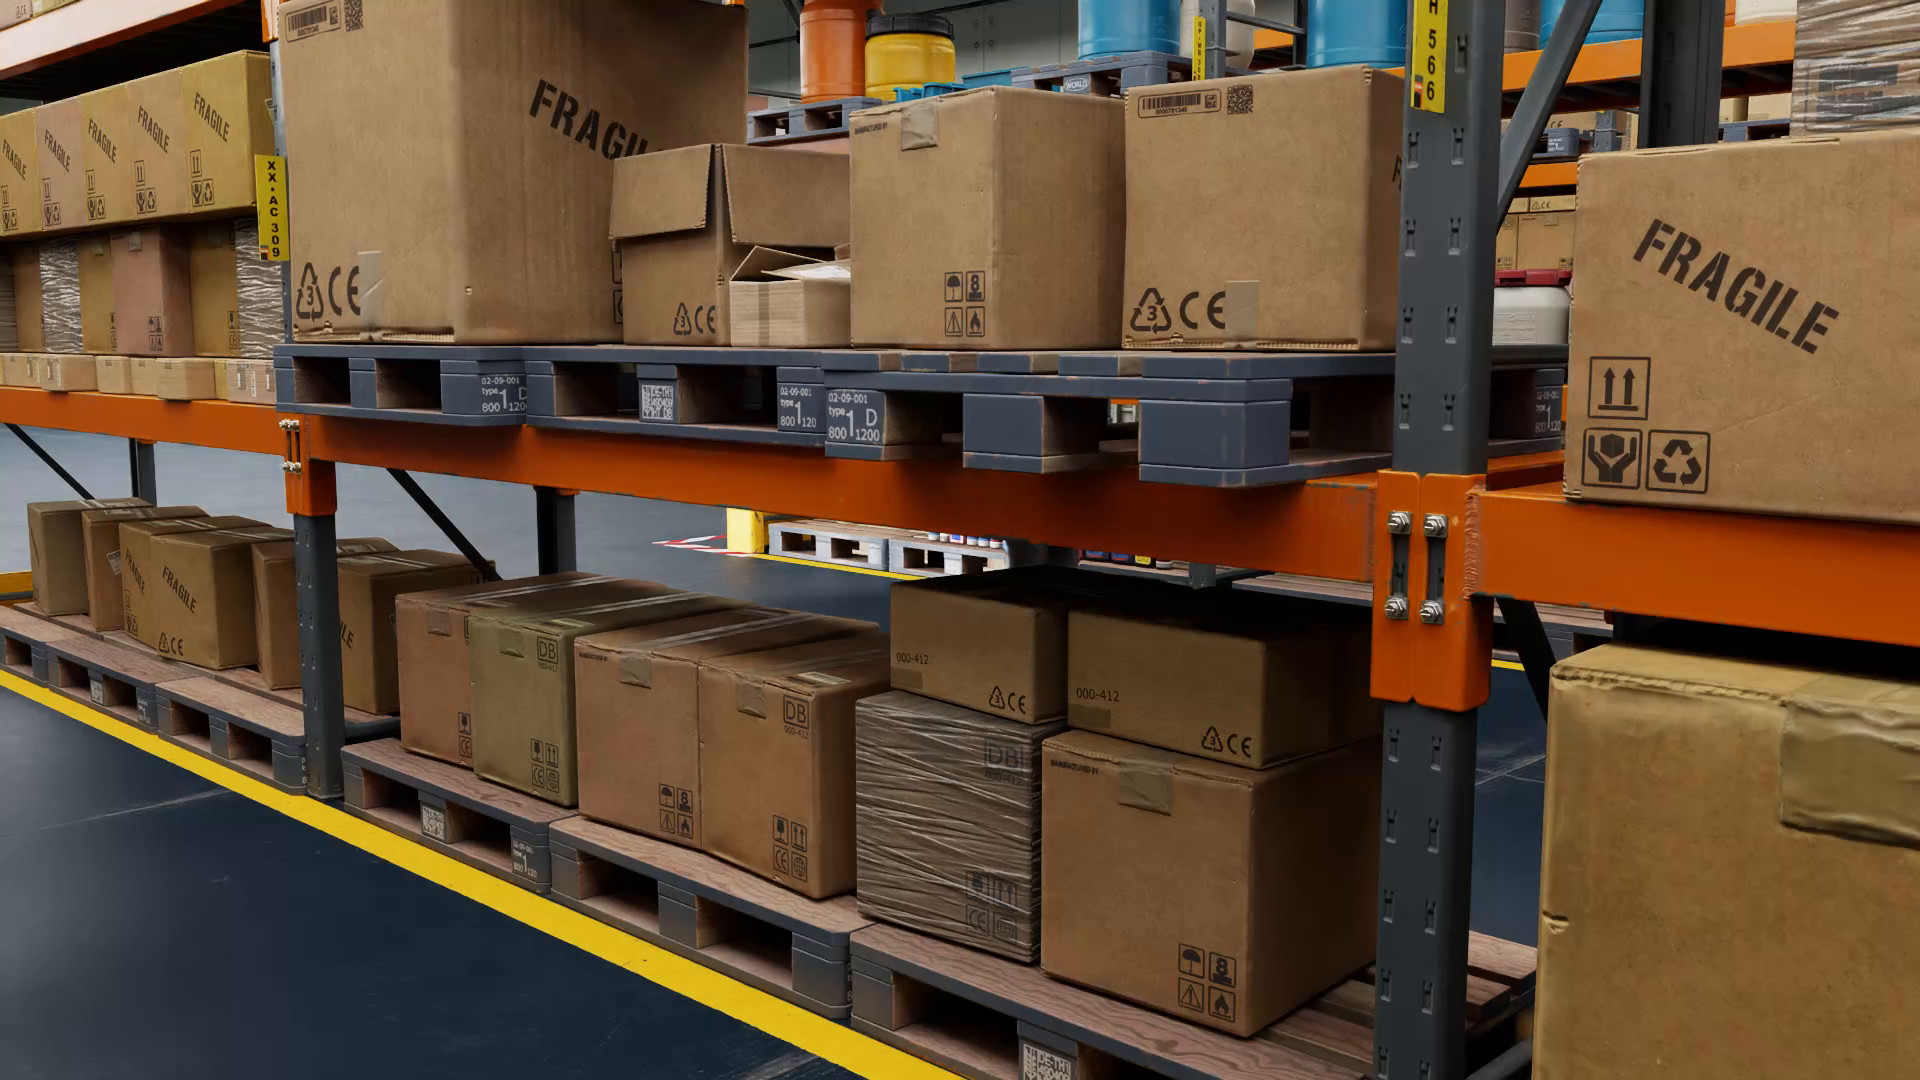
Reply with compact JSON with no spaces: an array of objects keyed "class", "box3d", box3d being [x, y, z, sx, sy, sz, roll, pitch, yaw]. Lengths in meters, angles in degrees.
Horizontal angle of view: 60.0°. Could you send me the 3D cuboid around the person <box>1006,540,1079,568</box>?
[{"class":"person","box3d":[0.353,-0.185,7.287,0.446,1.678,0.302,-7,10,-44]}]
